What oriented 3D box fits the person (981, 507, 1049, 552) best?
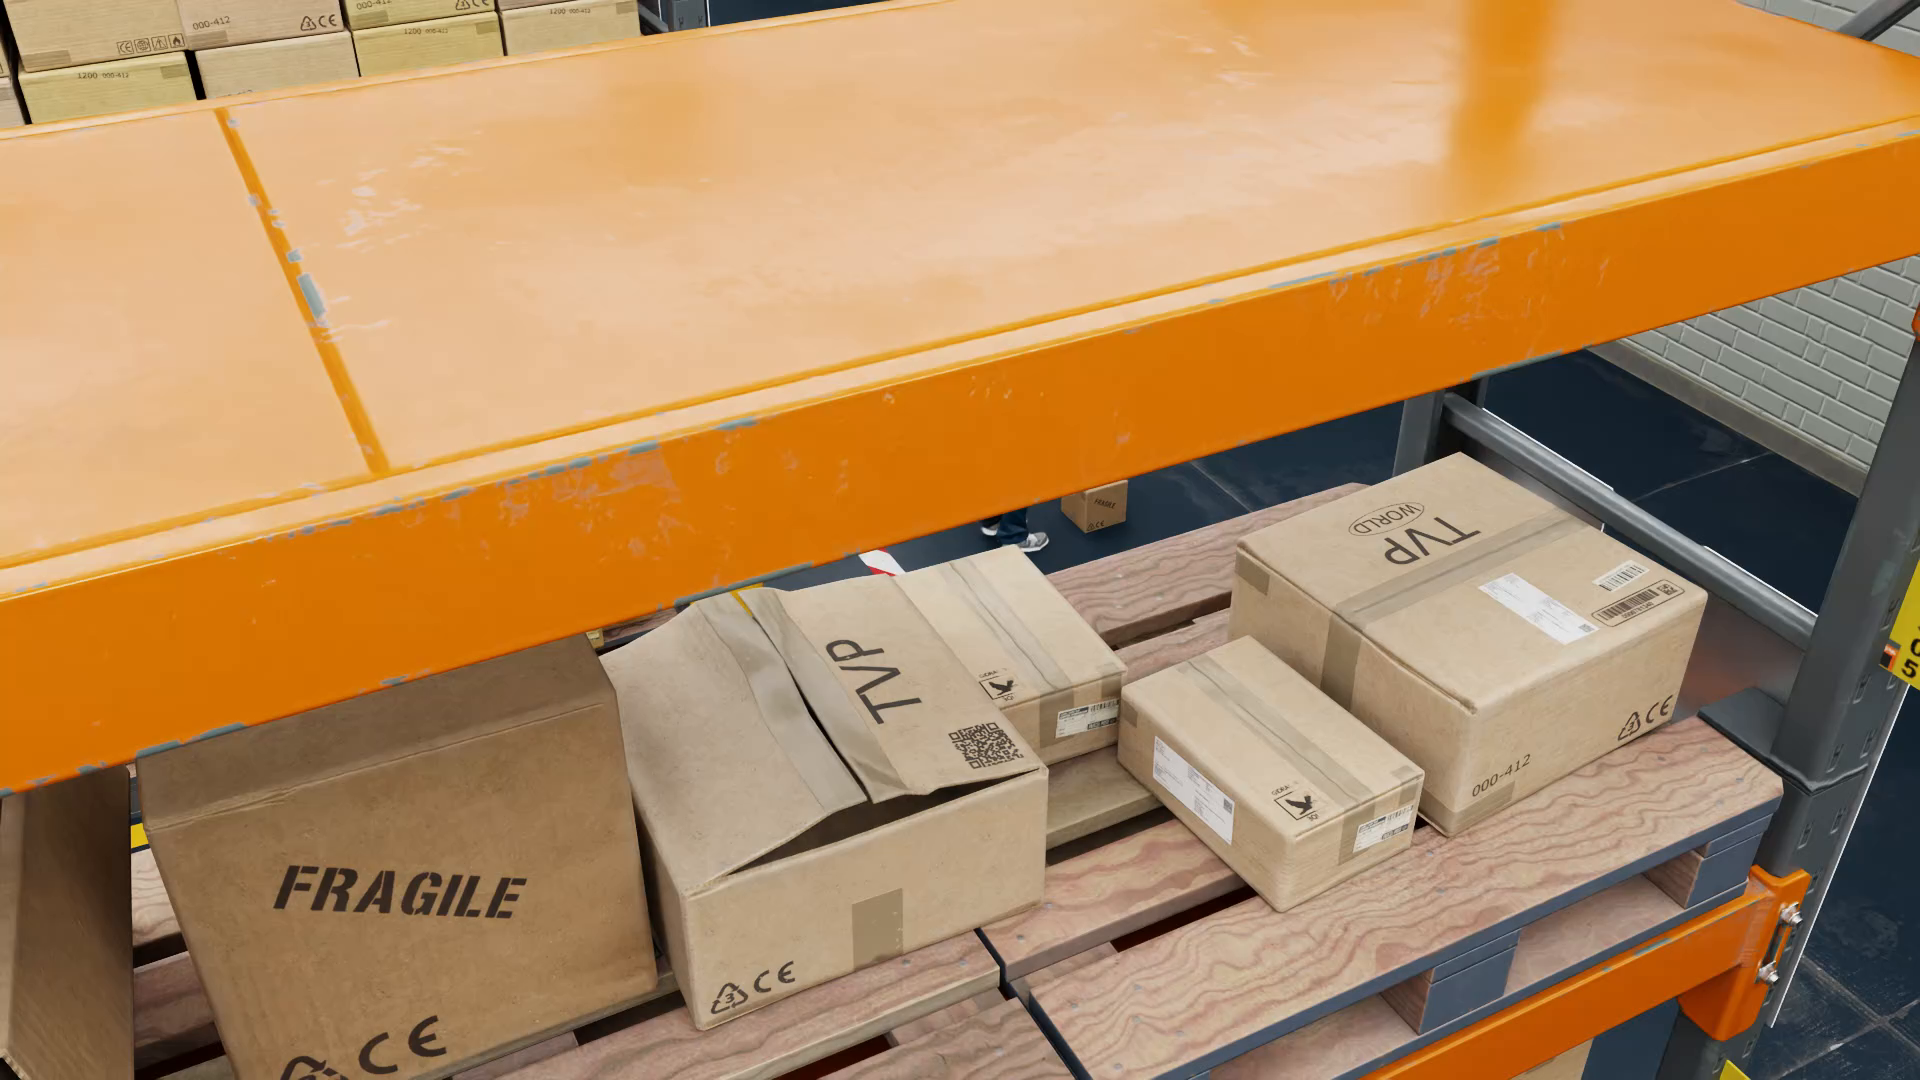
[{"bbox_3d":[0.269,-0.675,8.181,0.300,1.591,0.407,-15,36,-22],"label":"person"}]
